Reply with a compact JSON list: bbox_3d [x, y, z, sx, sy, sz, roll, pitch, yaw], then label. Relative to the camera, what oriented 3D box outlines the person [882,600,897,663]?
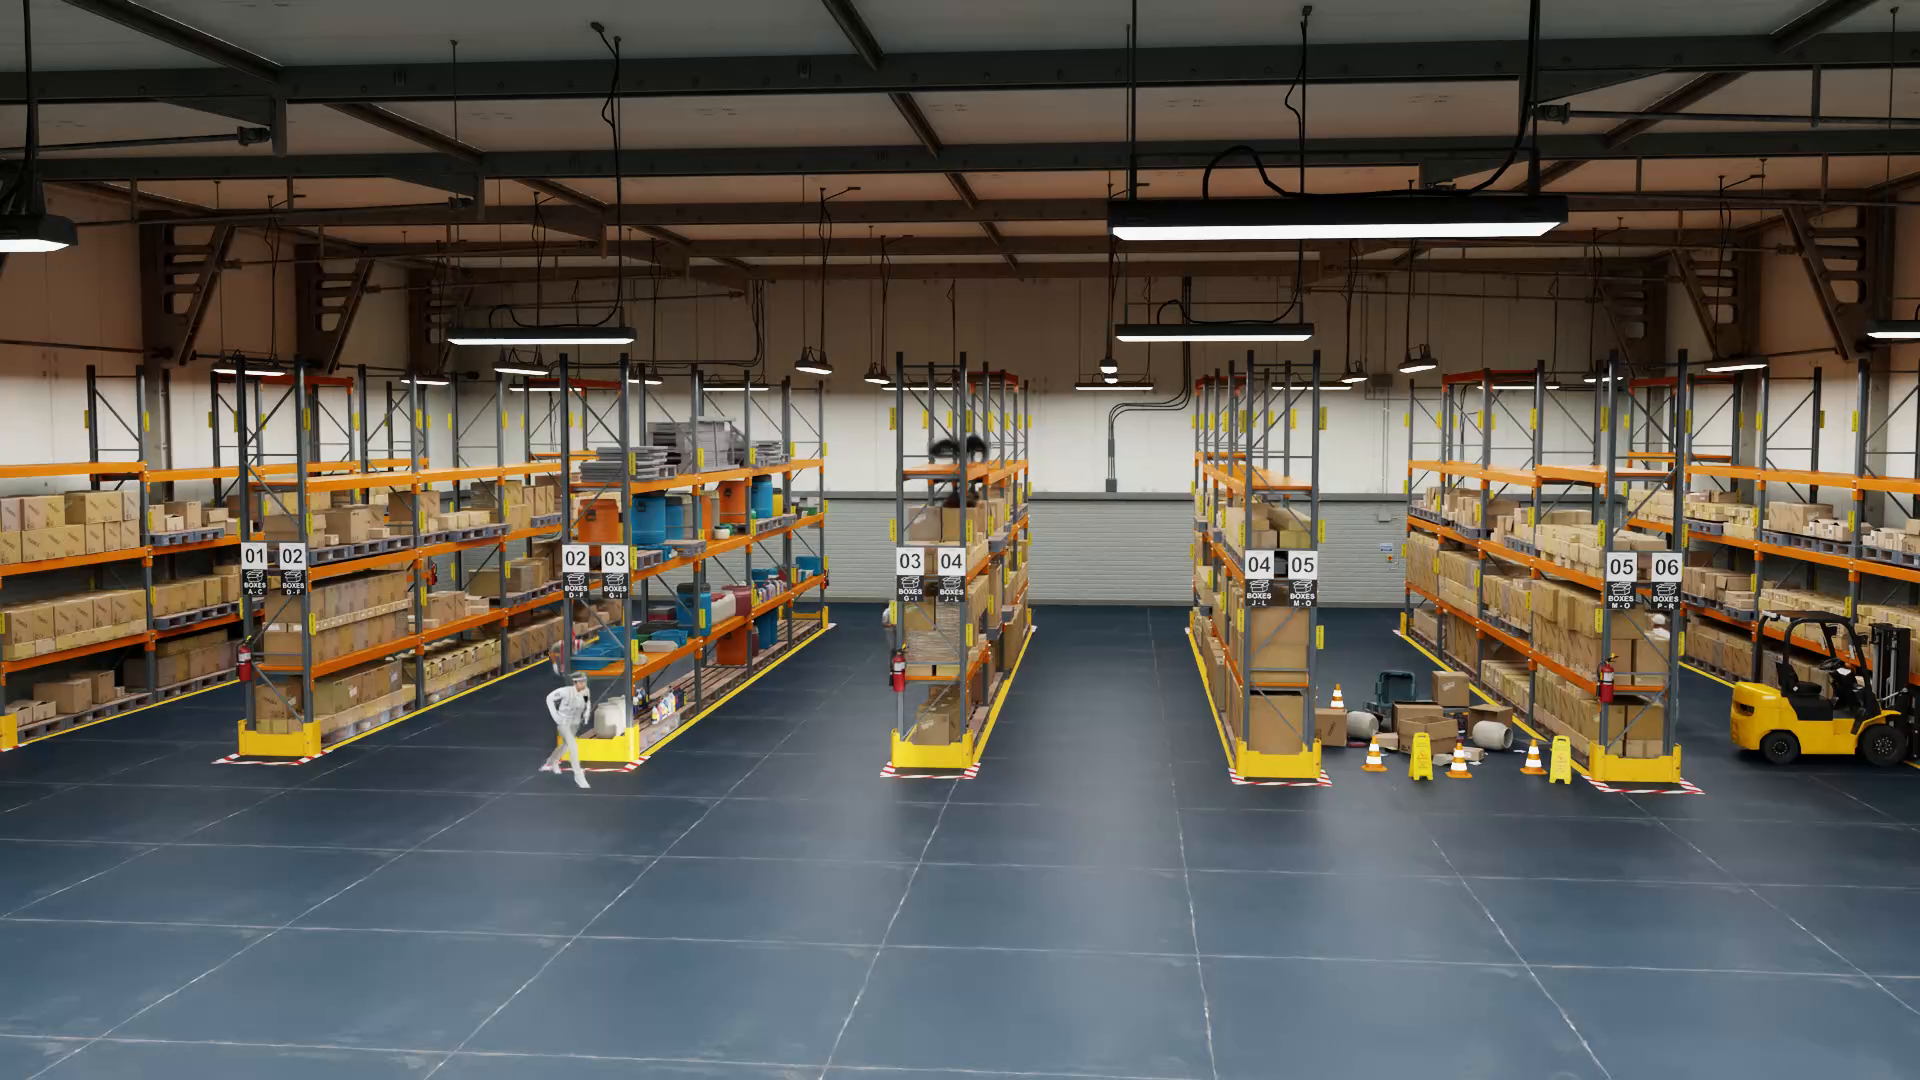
[{"bbox_3d":[-1.341,1.894,34.151,0.577,1.397,0.940,-1,4,-14],"label":"person"}]

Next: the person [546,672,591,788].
[{"bbox_3d":[-5.451,2.593,23.000,0.658,1.635,0.943,-4,6,-43],"label":"person"}]

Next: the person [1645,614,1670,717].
[{"bbox_3d":[11.863,2.128,28.200,0.620,1.720,0.948,0,4,-1],"label":"person"}]

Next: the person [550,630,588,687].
[{"bbox_3d":[-6.540,2.206,27.929,0.679,1.527,0.892,0,4,-2],"label":"person"}]
